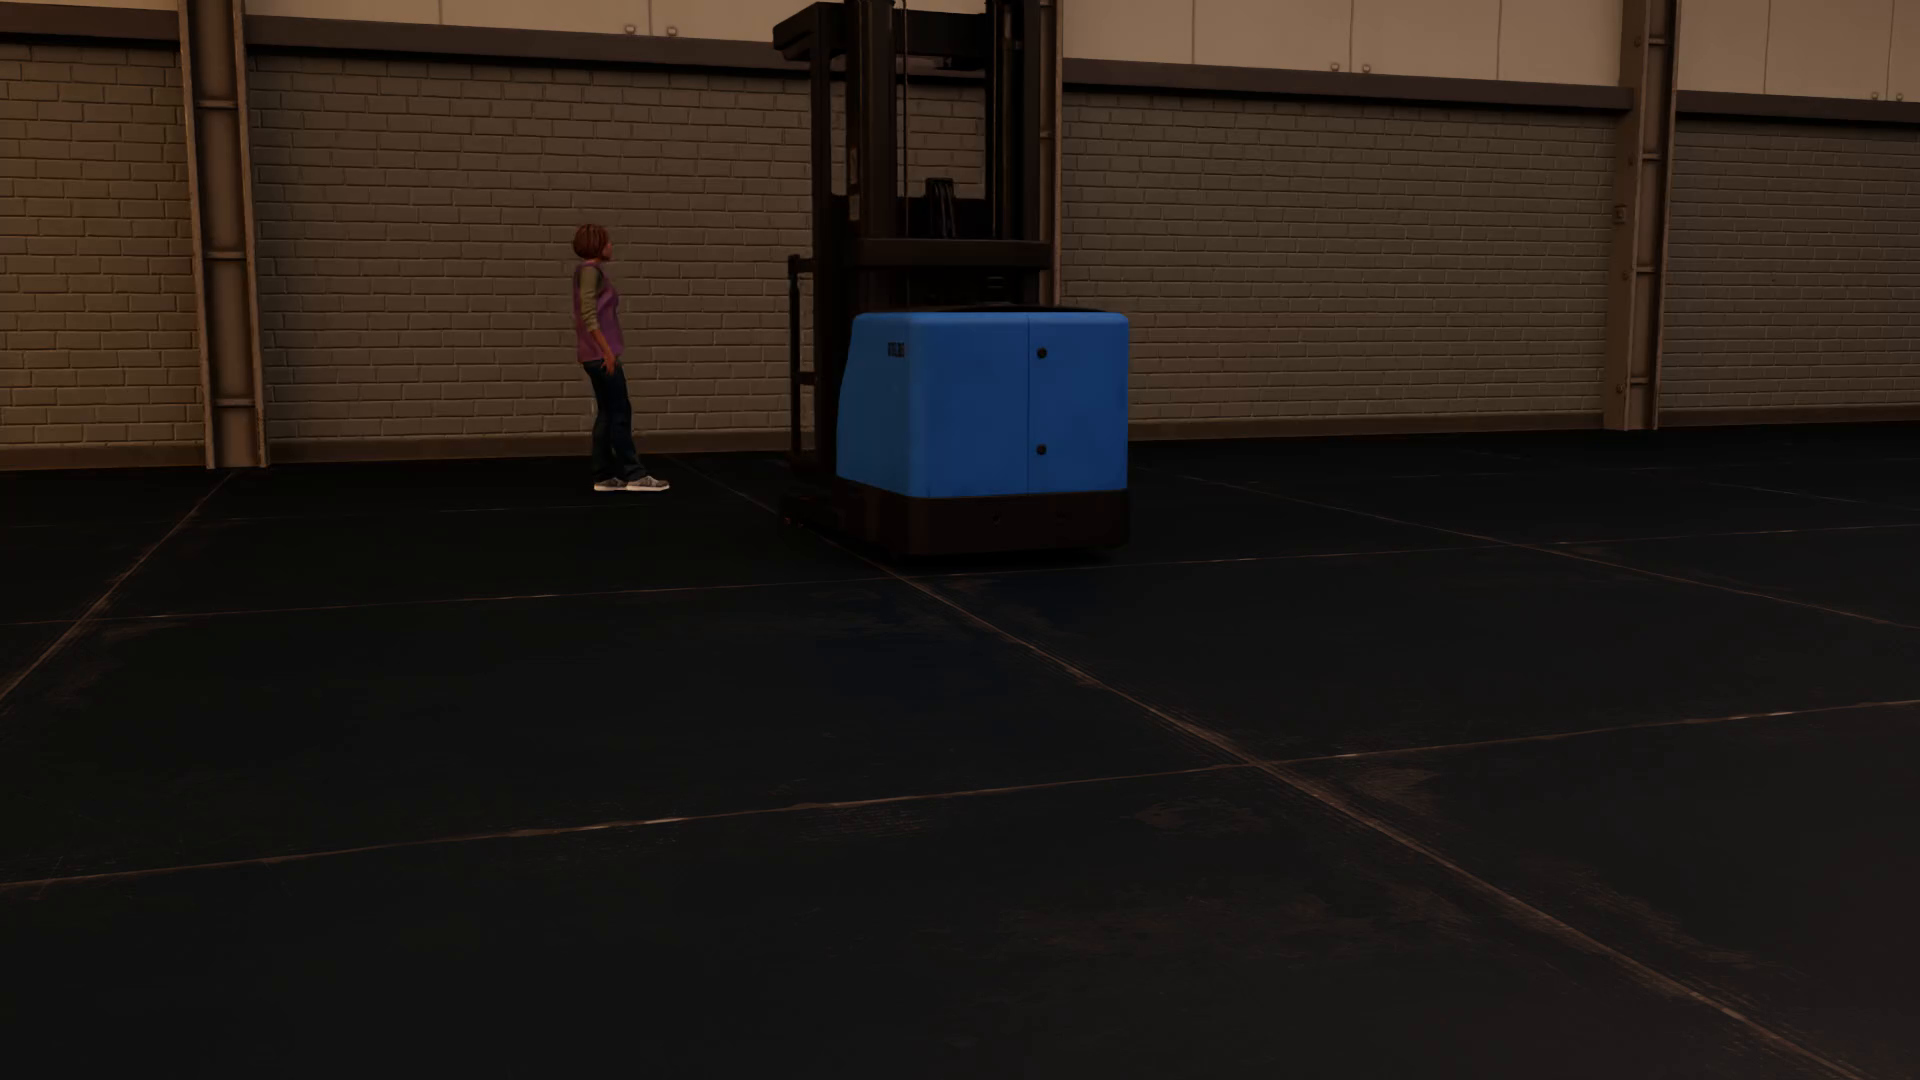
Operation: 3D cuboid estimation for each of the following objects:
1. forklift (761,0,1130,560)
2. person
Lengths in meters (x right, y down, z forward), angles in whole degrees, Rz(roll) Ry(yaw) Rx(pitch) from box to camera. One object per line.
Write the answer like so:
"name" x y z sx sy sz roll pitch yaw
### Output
"forklift" -0.277 -1.526 8.271 1.130 2.935 3.031 -3 8 -22
"person" -2.028 -1.081 9.956 0.543 1.598 0.497 -2 8 -12
